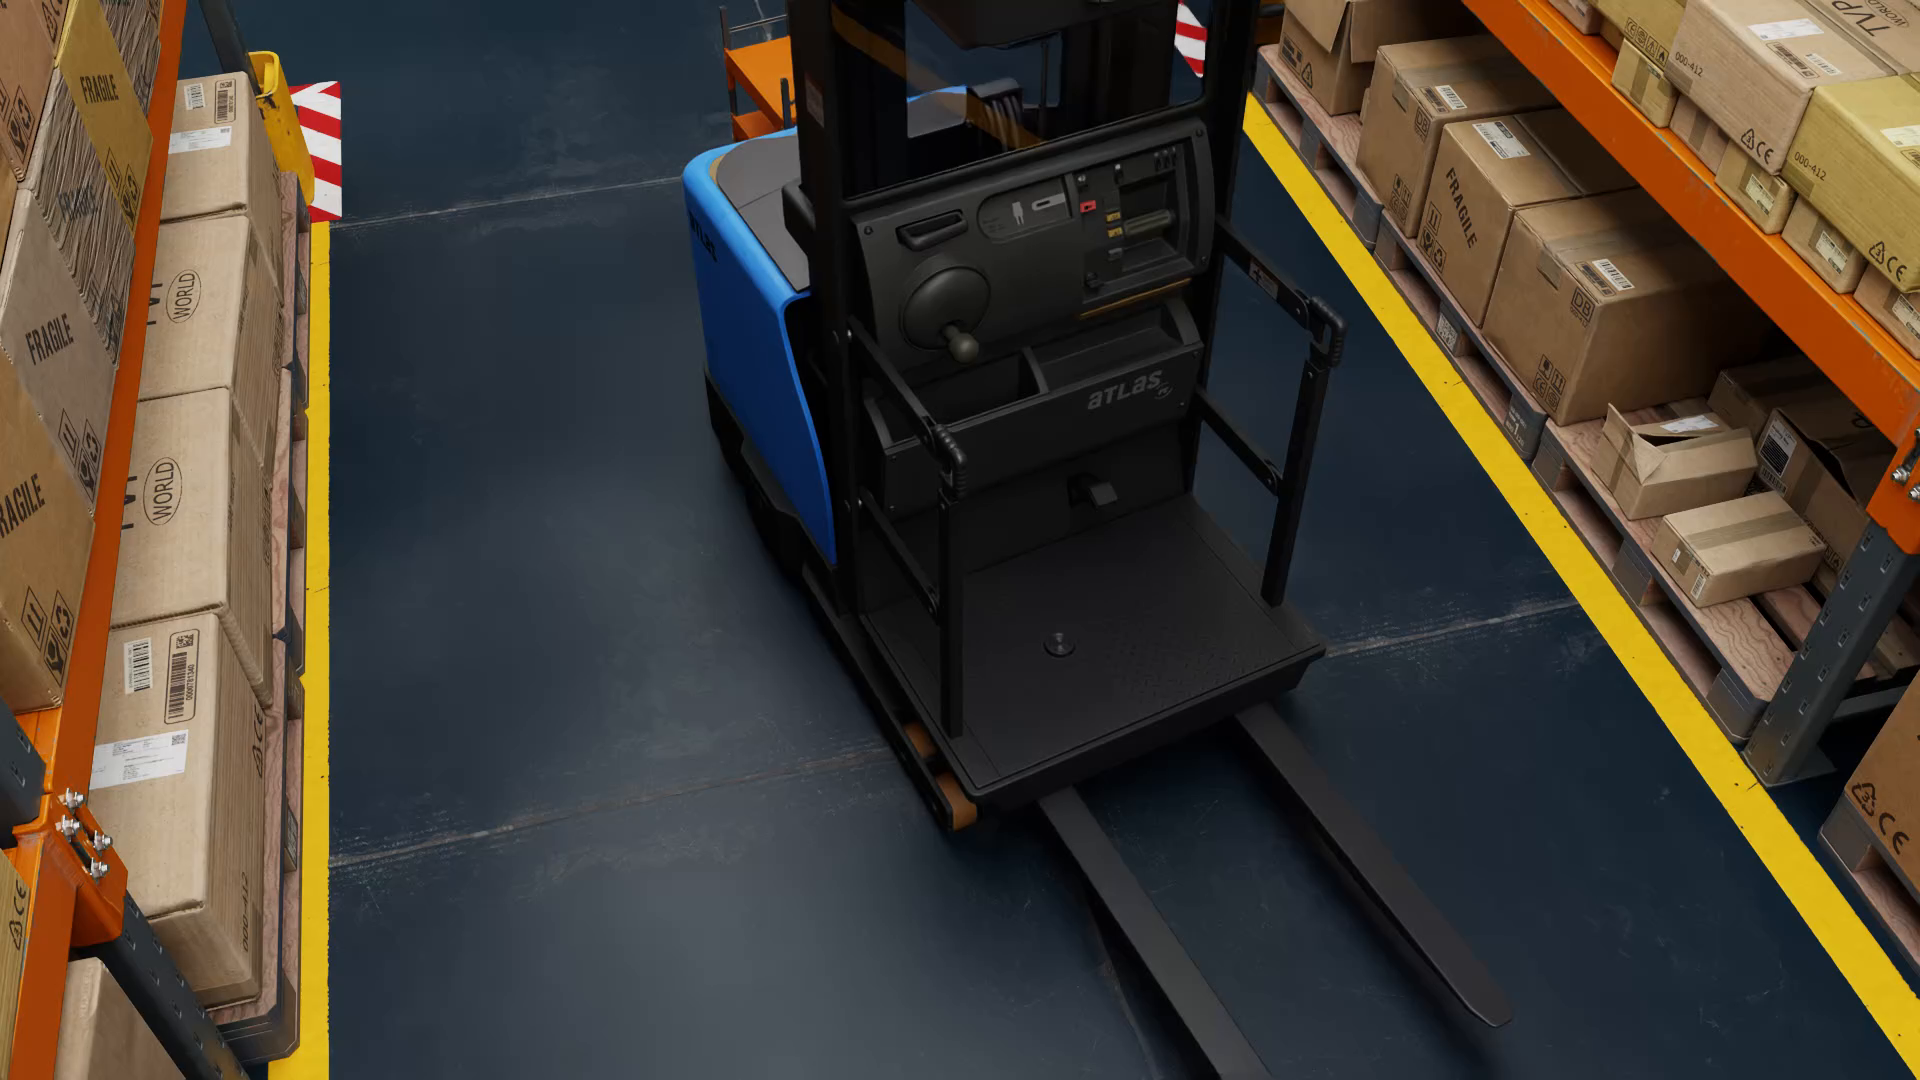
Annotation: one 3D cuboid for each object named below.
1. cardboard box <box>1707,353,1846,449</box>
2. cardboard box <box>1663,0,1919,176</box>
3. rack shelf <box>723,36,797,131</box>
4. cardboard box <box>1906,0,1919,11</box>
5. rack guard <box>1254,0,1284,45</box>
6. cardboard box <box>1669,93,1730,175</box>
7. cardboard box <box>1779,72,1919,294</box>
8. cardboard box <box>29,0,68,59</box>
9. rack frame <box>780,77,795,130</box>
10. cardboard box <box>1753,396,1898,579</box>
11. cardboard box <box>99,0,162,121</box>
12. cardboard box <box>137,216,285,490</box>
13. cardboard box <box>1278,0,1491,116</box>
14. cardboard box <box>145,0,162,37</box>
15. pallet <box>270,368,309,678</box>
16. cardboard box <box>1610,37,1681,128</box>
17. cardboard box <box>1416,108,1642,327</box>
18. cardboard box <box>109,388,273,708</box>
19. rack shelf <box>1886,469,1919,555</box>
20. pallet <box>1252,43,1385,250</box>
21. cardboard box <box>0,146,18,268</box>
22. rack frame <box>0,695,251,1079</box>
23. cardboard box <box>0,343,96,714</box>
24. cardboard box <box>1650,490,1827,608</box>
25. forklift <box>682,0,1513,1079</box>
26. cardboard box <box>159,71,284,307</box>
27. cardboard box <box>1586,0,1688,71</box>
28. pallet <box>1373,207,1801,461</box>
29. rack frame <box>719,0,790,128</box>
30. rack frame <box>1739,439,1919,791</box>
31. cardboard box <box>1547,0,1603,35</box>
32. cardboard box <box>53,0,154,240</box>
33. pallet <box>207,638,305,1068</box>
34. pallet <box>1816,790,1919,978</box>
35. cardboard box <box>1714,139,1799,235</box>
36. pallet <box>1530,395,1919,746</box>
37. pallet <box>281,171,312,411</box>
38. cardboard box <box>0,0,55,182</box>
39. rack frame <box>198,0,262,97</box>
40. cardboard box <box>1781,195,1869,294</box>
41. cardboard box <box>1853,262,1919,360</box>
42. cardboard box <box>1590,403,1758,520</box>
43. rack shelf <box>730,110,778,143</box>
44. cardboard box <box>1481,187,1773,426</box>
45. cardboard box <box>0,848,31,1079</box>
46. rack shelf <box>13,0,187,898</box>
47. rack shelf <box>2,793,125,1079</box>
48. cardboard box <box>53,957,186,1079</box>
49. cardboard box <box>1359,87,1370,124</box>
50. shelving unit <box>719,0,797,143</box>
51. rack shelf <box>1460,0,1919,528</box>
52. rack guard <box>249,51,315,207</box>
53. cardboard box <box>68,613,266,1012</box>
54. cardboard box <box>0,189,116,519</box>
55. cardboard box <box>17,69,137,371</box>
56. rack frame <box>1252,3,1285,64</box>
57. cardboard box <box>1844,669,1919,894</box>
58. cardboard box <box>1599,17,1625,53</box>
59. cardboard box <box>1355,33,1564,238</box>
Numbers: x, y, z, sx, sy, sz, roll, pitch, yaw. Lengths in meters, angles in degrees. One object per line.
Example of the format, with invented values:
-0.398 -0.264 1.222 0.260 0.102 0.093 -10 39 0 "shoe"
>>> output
2.630 -0.443 5.286 0.380 0.149 0.250 -11 47 -11 "cardboard box"
2.173 -1.197 4.220 0.500 0.250 0.500 -11 47 -10 "cardboard box"
-0.533 -1.404 5.236 0.258 0.148 0.480 -20 49 -19 "rack shelf"
2.681 -1.283 4.304 0.500 0.250 0.500 -11 47 -11 "cardboard box"
1.678 -2.330 7.183 1.175 0.500 0.348 -11 47 -10 "rack guard"
2.138 -1.118 4.422 0.380 0.149 0.250 -10 46 -9 "cardboard box"
2.316 -0.854 3.884 0.500 0.250 0.500 -10 46 -9 "cardboard box"
-2.373 -1.398 3.749 0.500 0.500 0.500 -11 47 -11 "cardboard box"
-0.421 -0.974 5.365 0.240 1.200 0.015 -20 49 -19 "rack frame"
2.741 -0.201 4.935 0.500 0.311 0.500 -9 46 -9 "cardboard box"
-2.505 -1.395 4.447 0.500 0.500 0.500 -9 46 -9 "cardboard box"
-2.631 -0.530 5.169 0.875 0.438 0.875 -10 46 -9 "cardboard box"
1.723 -2.091 6.653 0.797 0.503 0.637 -12 47 -12 "cardboard box"
-2.646 -1.748 4.793 0.500 0.500 0.500 -12 47 -11 "cardboard box"
-2.550 0.007 5.095 1.003 0.211 1.213 -11 47 -10 "pallet"
2.045 -1.290 4.590 0.380 0.149 0.250 -11 47 -11 "cardboard box"
1.943 -1.109 5.693 0.500 0.500 0.500 -10 46 -10 "cardboard box"
-2.402 0.093 4.558 0.875 0.438 0.875 -12 47 -11 "cardboard box"
3.194 1.137 2.539 1.077 0.370 4.000 -11 47 -10 "rack shelf"
1.883 -1.678 6.747 1.003 0.211 1.213 -11 47 -10 "pallet"
-2.126 -0.693 3.059 0.500 0.500 0.500 -11 47 -11 "cardboard box"
-2.112 0.414 2.744 0.949 2.616 0.053 -11 47 -10 "rack frame"
-1.982 0.008 3.072 0.500 0.500 0.500 -9 46 -9 "cardboard box"
2.256 0.024 4.828 0.380 0.149 0.250 -12 47 -12 "cardboard box"
0.296 -0.615 3.800 1.130 2.935 3.031 -20 49 -19 "forklift"
-2.874 -1.160 5.786 0.875 0.438 0.875 -12 47 -12 "cardboard box"
2.058 -1.544 4.560 0.500 0.250 0.500 -11 47 -11 "cardboard box"
2.191 -0.838 5.923 1.003 0.211 1.213 -11 47 -10 "pallet"
-0.645 -1.284 5.668 0.240 1.200 0.015 -20 49 -19 "rack frame"
2.682 -0.496 3.635 1.000 3.000 0.127 -11 47 -10 "rack frame"
1.979 -1.650 4.943 0.380 0.149 0.250 -11 47 -10 "cardboard box"
-2.360 -1.041 4.100 0.500 0.500 0.500 -9 46 -9 "cardboard box"
-2.234 0.851 4.268 1.003 0.211 1.213 -11 47 -10 "pallet"
2.927 1.035 4.088 1.003 0.211 1.213 -11 47 -10 "pallet"
2.179 -0.932 4.239 0.380 0.149 0.250 -10 46 -9 "cardboard box"
2.507 0.006 5.096 1.003 0.211 1.213 -11 47 -10 "pallet"
-2.859 -0.833 5.919 1.003 0.211 1.213 -11 47 -10 "pallet"
-2.246 -1.049 3.408 0.500 0.500 0.500 -10 46 -10 "cardboard box"
-3.139 -2.347 5.450 1.000 3.000 0.127 -11 47 -10 "rack frame"
2.269 -0.757 4.068 0.380 0.149 0.250 -10 46 -9 "cardboard box"
2.356 -0.582 3.896 0.380 0.149 0.250 -10 46 -10 "cardboard box"
2.164 -0.263 5.028 0.396 0.266 0.258 -9 46 -9 "cardboard box"
-0.533 -1.238 5.405 0.258 0.148 0.480 -20 49 -19 "rack shelf"
2.170 -0.776 5.366 0.700 0.500 0.500 -12 47 -12 "cardboard box"
-1.757 0.731 2.539 0.500 0.250 0.500 -12 47 -11 "cardboard box"
-2.627 -0.714 4.354 1.077 0.370 4.000 -11 47 -10 "rack shelf"
-1.603 2.047 1.647 1.077 0.370 4.000 -11 47 -10 "rack shelf"
-1.879 1.425 2.947 0.875 0.875 0.875 -9 46 -9 "cardboard box"
1.794 -1.666 6.485 0.380 0.149 0.250 -12 47 -12 "cardboard box"
-0.533 -1.129 5.516 0.258 1.200 0.503 -20 49 -19 "shelving unit"
2.170 -1.625 5.246 1.077 0.370 4.000 -11 47 -10 "rack shelf"
-3.145 -1.489 6.359 1.175 0.500 0.348 -11 47 -10 "rack guard"
-2.172 0.711 3.953 0.875 0.438 0.875 -11 47 -11 "cardboard box"
-2.107 -0.340 3.413 0.500 0.500 0.500 -10 47 -10 "cardboard box"
-2.228 -0.685 3.751 0.500 0.500 0.500 -10 47 -10 "cardboard box"
1.658 -3.257 6.342 1.000 3.000 0.127 -11 47 -10 "rack frame"
2.588 0.607 4.011 0.500 0.500 0.500 -9 46 -9 "cardboard box"
2.087 -1.488 4.784 0.380 0.149 0.250 -10 46 -10 "cardboard box"
1.904 -1.492 6.068 0.700 0.500 0.500 -9 46 -9 "cardboard box"
